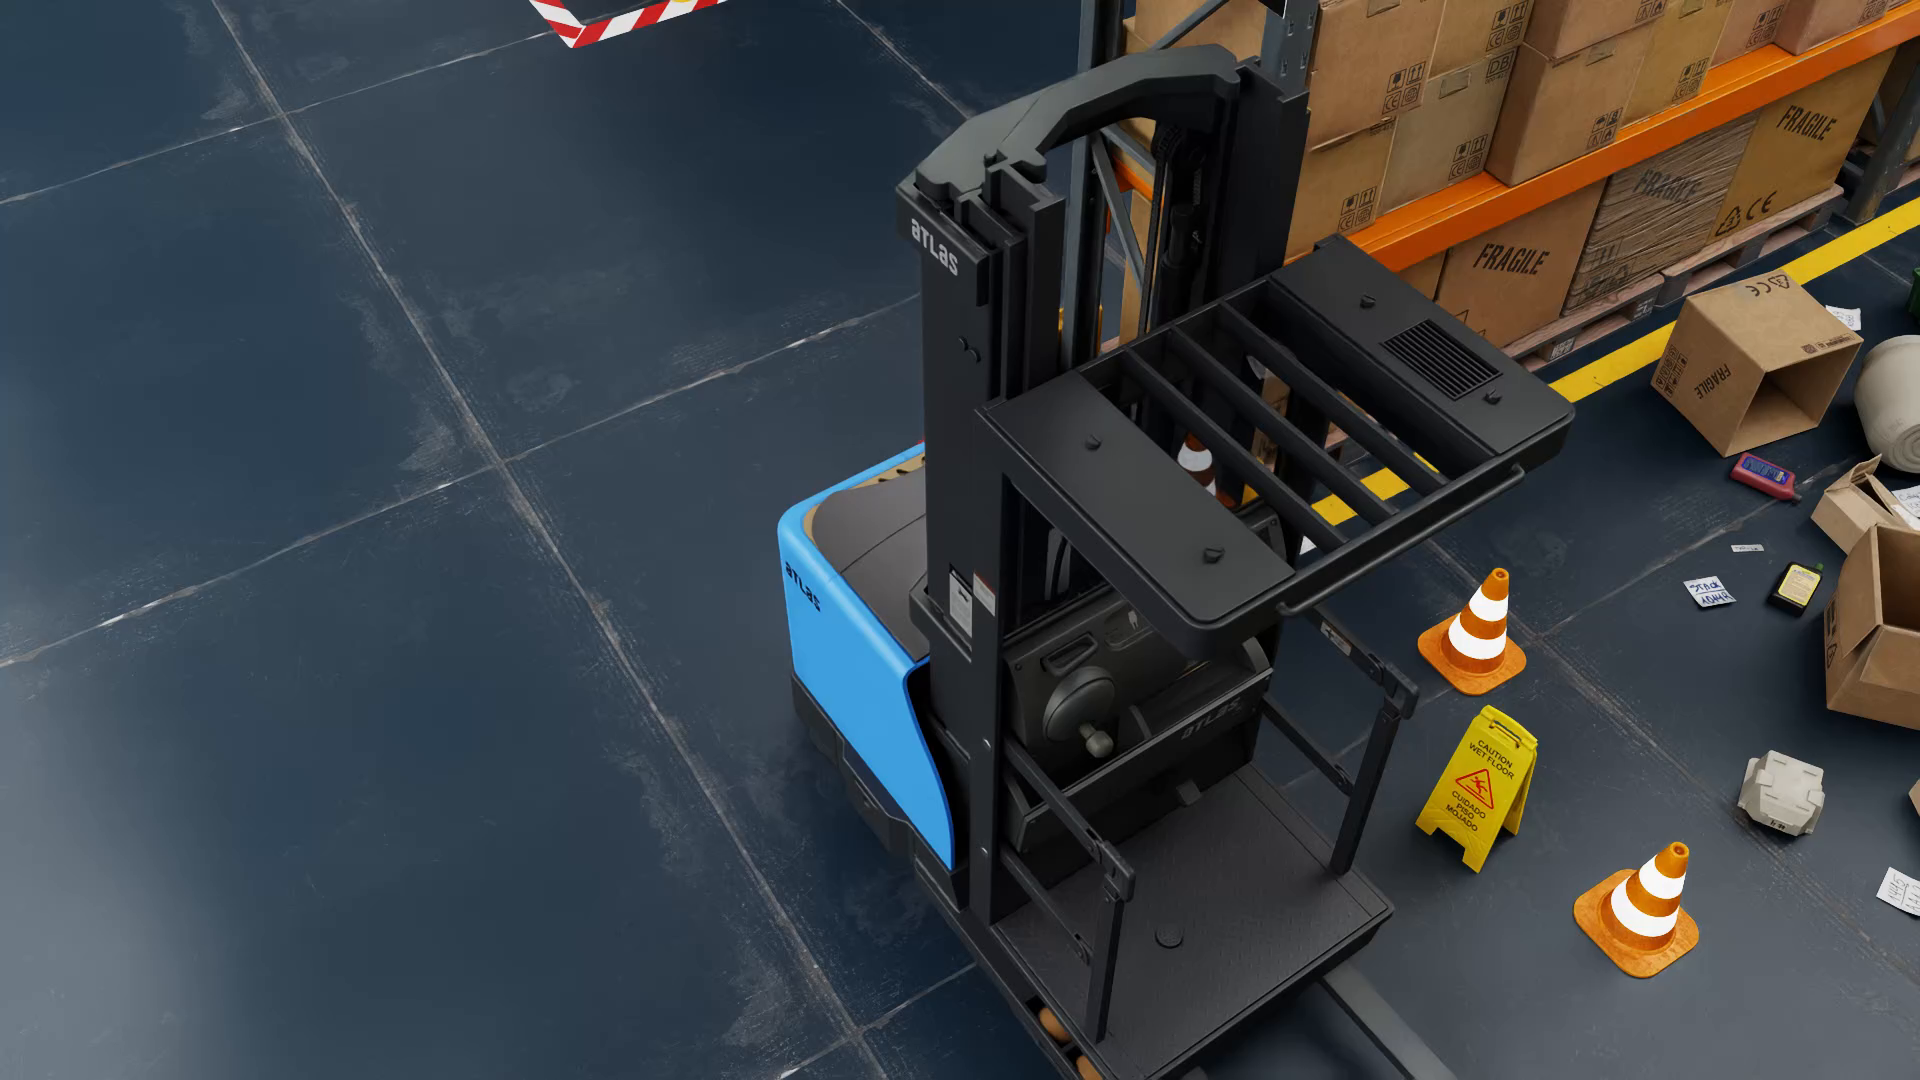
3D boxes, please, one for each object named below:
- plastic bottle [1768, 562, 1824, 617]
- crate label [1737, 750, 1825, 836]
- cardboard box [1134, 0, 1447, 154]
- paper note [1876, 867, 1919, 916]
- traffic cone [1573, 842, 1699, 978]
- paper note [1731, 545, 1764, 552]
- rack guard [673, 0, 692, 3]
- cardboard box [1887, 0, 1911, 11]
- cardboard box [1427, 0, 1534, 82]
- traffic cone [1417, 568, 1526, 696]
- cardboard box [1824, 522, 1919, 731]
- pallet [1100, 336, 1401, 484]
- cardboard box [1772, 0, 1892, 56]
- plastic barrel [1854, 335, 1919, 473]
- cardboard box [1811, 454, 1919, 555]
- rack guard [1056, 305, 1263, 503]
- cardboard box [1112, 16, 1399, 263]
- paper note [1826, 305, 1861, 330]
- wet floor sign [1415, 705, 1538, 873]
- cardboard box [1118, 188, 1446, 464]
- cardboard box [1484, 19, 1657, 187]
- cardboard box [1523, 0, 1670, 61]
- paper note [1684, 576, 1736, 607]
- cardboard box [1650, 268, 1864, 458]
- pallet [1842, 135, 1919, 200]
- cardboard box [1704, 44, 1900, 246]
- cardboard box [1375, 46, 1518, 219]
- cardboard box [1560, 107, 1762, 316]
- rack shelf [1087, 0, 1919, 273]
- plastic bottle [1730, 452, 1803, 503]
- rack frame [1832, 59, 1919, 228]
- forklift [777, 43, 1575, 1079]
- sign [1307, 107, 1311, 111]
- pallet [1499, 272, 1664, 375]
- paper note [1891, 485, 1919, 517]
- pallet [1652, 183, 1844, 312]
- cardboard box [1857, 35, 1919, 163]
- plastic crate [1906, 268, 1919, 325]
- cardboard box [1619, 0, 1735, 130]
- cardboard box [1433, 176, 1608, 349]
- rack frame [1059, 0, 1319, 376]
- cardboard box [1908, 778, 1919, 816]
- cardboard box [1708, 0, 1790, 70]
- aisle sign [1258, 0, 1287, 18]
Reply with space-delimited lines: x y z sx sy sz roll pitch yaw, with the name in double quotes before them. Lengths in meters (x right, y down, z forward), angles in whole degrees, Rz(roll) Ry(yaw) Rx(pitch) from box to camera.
"plastic bottle" 3.277 0.171 6.502 0.133 0.061 0.283 30 55 24
"crate label" 2.887 0.883 5.818 0.250 0.136 0.298 21 52 18
"cardboard box" 1.067 -1.784 5.452 0.550 0.550 0.875 -25 53 -21
"paper note" 3.197 1.188 5.617 0.148 0.019 0.142 30 55 24
"traffic cone" 2.255 1.127 5.382 0.334 0.463 0.336 -25 53 -21
"paper note" 3.154 0.032 6.660 0.123 0.001 0.032 -2 48 -1
"rack guard" -1.764 -3.623 9.587 0.348 0.500 1.175 -25 53 -21
"cardboard box" 3.810 -2.741 7.027 0.550 0.550 0.875 -25 53 -21
"cardboard box" 1.483 -2.061 5.699 0.550 0.550 0.875 -25 53 -21
"traffic cone" 1.940 0.278 6.138 0.334 0.463 0.336 -25 53 -21
"cardboard box" 3.594 0.366 6.032 0.797 0.503 0.637 13 50 12
"pallet" 1.367 -0.692 7.170 1.213 0.211 1.003 -25 53 -21
"cardboard box" 3.357 -2.507 6.819 0.550 0.550 0.875 -25 53 -21
"plastic barrel" 3.975 -0.568 6.917 0.421 0.421 0.512 6 49 5
"cardboard box" 3.645 -0.088 6.596 0.258 0.266 0.396 -17 51 -15
"rack guard" 0.712 -0.411 6.726 0.348 0.500 1.175 -25 53 -21
"cardboard box" 1.022 -1.478 5.902 0.550 0.550 0.875 -25 53 -21
"paper note" 4.030 -1.018 7.581 0.147 0.020 0.142 13 50 12
"wet floor sign" 1.765 0.794 5.556 0.232 0.644 0.267 -34 57 -27
"cardboard box" 1.271 -0.996 6.716 0.875 0.875 0.875 -25 53 -21
"cardboard box" 2.016 -1.855 6.238 0.550 0.550 0.875 -25 53 -21
"cardboard box" 2.029 -2.199 5.821 0.550 0.550 0.875 -25 53 -21
"paper note" 2.930 0.201 6.497 0.142 0.017 0.144 -9 49 -8
"cardboard box" 3.350 -0.748 7.025 0.500 0.500 0.500 -17 51 -15
"pallet" 4.728 -2.273 8.578 1.213 0.211 1.003 -25 53 -21
"cardboard box" 3.546 -2.072 7.673 0.875 0.875 0.875 -24 53 -20
"cardboard box" 1.476 -1.711 6.110 0.550 0.550 0.875 -25 53 -21
"cardboard box" 2.786 -1.710 7.351 0.875 0.875 0.875 -25 53 -21
"rack shelf" 2.424 -1.809 6.780 4.000 0.370 1.077 -25 53 -21
"plastic bottle" 3.352 -0.252 6.879 0.283 0.061 0.133 30 55 24
"rack frame" 4.116 -2.845 7.221 0.127 3.000 1.000 -25 53 -21
"forklift" 0.649 0.354 4.418 1.130 2.935 3.031 -28 54 -22
"sign" 1.024 -1.213 5.134 0.005 0.325 0.100 -25 53 -21
"pallet" 2.398 -1.175 7.601 1.213 0.211 1.003 -25 53 -21
"paper note" 3.944 -0.158 6.821 0.155 0.023 0.172 -9 49 -8
"pallet" 3.431 -1.664 8.036 1.213 0.211 1.003 -25 53 -21
"cardboard box" 4.593 -2.541 8.175 0.750 0.750 1.050 -25 53 -21
"plastic crate" 4.668 -1.033 7.451 0.662 0.188 0.450 -2 38 -1
"cardboard box" 2.443 -2.092 6.449 0.500 0.550 0.875 -25 53 -21
"cardboard box" 2.014 -1.348 7.029 0.875 0.875 0.875 -26 53 -21
"rack frame" 0.733 -1.251 5.801 0.127 3.000 1.000 -25 53 -21
"cardboard box" 3.489 0.985 5.718 0.250 0.149 0.380 -2 48 -1
"cardboard box" 2.837 -2.366 6.694 0.550 0.550 0.875 -25 53 -21
"aisle sign" 0.833 -1.898 4.636 0.004 0.787 0.394 -25 53 -21
